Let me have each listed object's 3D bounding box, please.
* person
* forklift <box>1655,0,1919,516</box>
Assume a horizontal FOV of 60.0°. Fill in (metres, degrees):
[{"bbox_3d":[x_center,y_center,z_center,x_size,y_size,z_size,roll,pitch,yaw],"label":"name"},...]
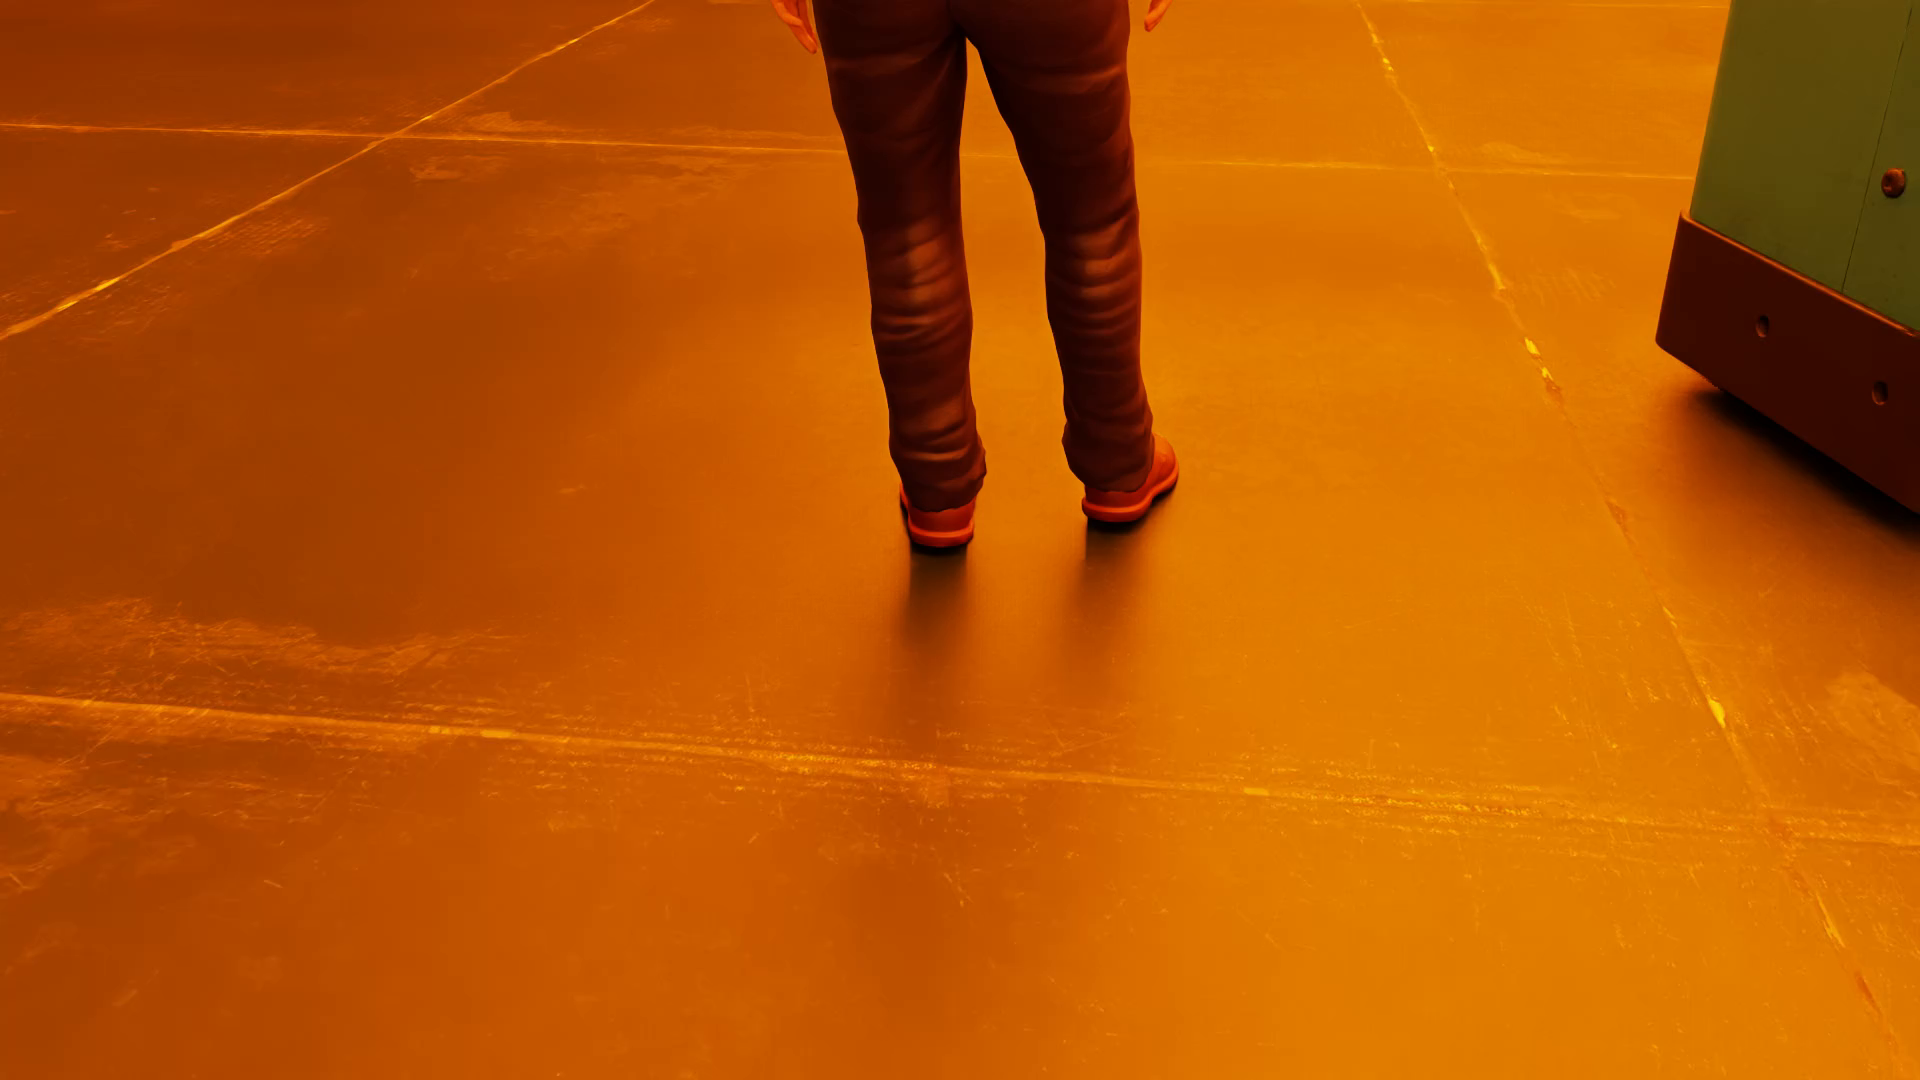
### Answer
[{"bbox_3d":[0.035,-0.778,2.207,0.598,1.640,0.503,3,27,7],"label":"person"},{"bbox_3d":[2.842,-1.510,2.244,3.031,2.935,1.130,-4,27,-8],"label":"forklift"}]
